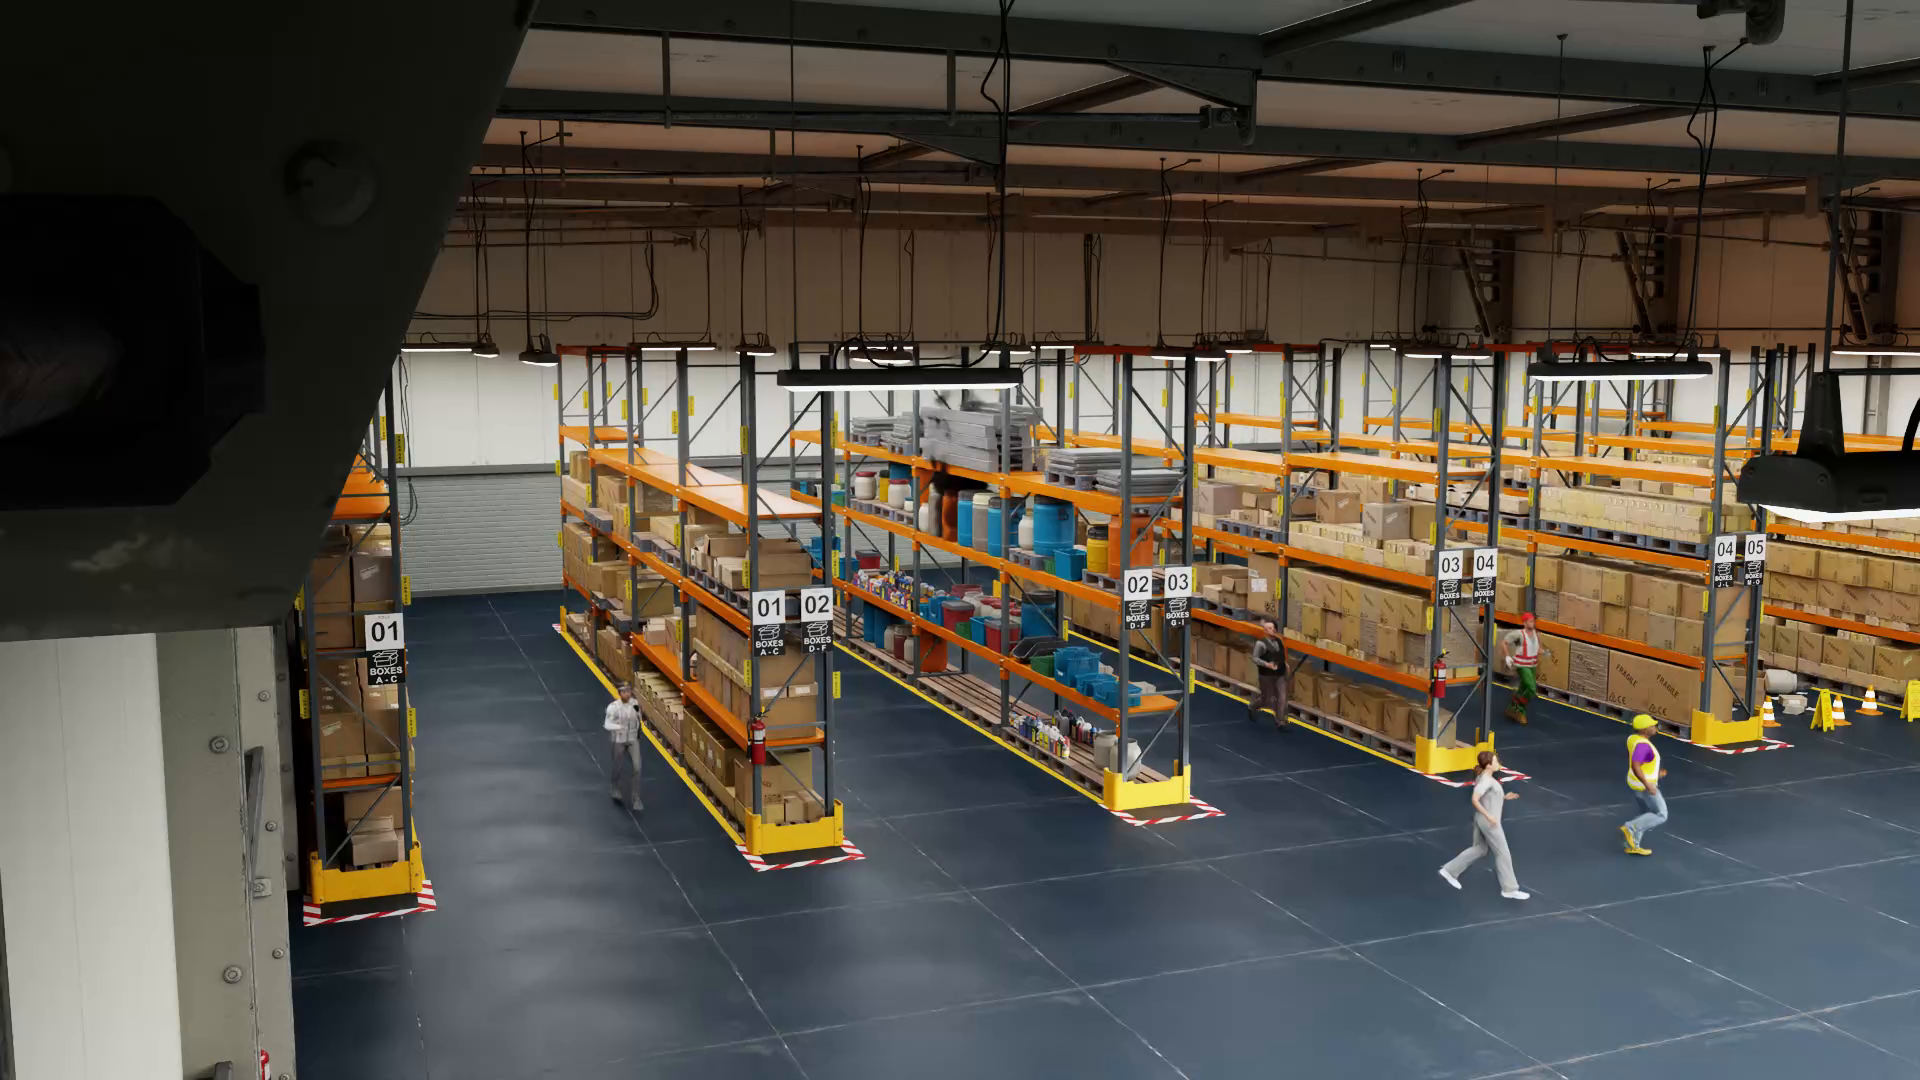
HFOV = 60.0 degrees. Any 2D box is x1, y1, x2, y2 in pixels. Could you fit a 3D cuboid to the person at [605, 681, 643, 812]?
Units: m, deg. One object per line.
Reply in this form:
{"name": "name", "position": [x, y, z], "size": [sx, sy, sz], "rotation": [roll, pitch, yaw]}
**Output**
{"name": "person", "position": [-4.450, 2.700, 22.069], "size": [0.557, 1.737, 0.816], "rotation": [-4, 8, -26]}

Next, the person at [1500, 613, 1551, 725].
{"name": "person", "position": [9.124, 2.066, 26.763], "size": [0.642, 1.816, 0.734], "rotation": [-5, 9, -32]}

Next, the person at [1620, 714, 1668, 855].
{"name": "person", "position": [8.247, 2.946, 20.014], "size": [0.580, 1.722, 0.699], "rotation": [1, 7, 7]}

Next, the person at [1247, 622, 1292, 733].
{"name": "person", "position": [4.877, 2.124, 25.970], "size": [0.676, 1.686, 0.971], "rotation": [-3, 8, -25]}

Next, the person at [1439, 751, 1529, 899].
{"name": "person", "position": [5.842, 3.145, 18.447], "size": [0.970, 1.651, 0.565], "rotation": [1, 7, 6]}
